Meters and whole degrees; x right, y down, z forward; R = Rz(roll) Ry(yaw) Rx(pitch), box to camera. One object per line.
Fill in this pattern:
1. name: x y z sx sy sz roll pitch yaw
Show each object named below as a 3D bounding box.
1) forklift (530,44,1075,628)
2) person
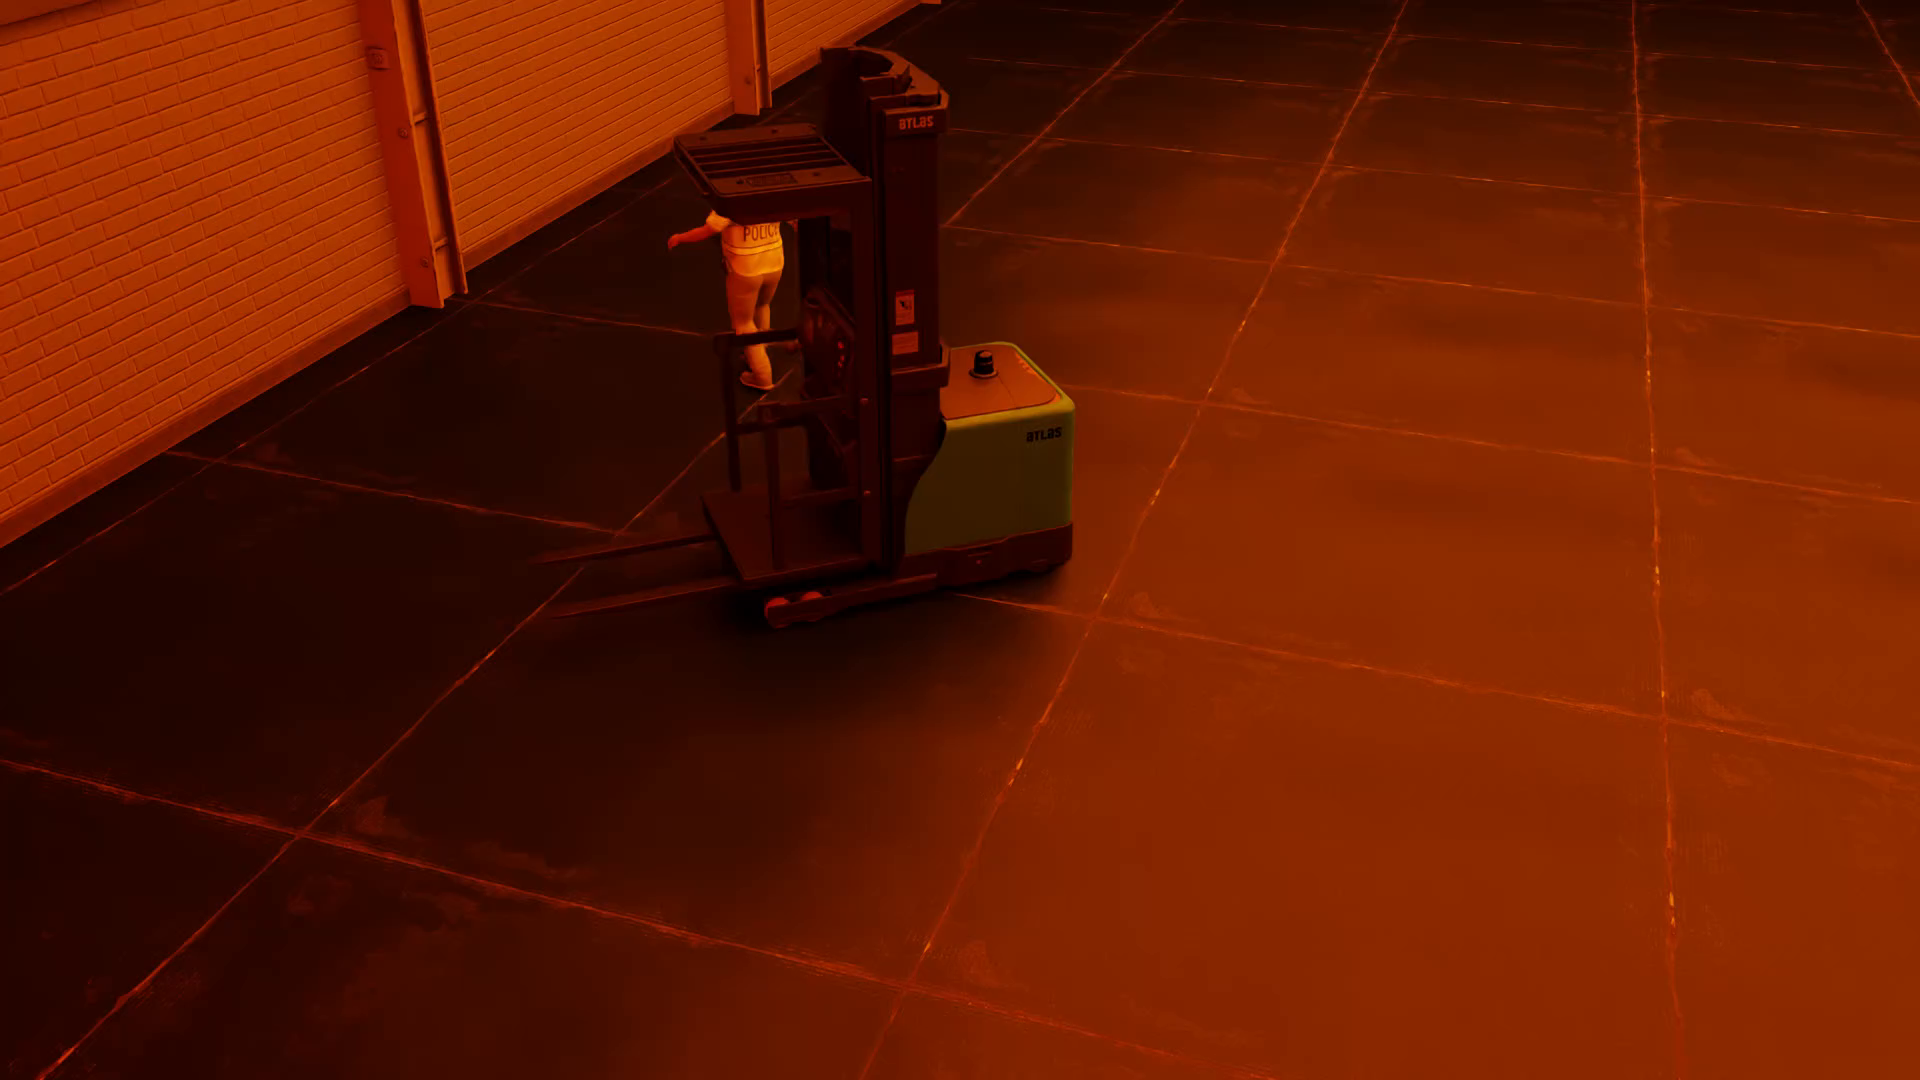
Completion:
1. forklift: -0.911 -1.079 9.029 3.031 2.935 1.130 -10 31 -18
2. person: -1.506 -1.959 11.844 1.011 1.756 0.694 -23 37 -34
